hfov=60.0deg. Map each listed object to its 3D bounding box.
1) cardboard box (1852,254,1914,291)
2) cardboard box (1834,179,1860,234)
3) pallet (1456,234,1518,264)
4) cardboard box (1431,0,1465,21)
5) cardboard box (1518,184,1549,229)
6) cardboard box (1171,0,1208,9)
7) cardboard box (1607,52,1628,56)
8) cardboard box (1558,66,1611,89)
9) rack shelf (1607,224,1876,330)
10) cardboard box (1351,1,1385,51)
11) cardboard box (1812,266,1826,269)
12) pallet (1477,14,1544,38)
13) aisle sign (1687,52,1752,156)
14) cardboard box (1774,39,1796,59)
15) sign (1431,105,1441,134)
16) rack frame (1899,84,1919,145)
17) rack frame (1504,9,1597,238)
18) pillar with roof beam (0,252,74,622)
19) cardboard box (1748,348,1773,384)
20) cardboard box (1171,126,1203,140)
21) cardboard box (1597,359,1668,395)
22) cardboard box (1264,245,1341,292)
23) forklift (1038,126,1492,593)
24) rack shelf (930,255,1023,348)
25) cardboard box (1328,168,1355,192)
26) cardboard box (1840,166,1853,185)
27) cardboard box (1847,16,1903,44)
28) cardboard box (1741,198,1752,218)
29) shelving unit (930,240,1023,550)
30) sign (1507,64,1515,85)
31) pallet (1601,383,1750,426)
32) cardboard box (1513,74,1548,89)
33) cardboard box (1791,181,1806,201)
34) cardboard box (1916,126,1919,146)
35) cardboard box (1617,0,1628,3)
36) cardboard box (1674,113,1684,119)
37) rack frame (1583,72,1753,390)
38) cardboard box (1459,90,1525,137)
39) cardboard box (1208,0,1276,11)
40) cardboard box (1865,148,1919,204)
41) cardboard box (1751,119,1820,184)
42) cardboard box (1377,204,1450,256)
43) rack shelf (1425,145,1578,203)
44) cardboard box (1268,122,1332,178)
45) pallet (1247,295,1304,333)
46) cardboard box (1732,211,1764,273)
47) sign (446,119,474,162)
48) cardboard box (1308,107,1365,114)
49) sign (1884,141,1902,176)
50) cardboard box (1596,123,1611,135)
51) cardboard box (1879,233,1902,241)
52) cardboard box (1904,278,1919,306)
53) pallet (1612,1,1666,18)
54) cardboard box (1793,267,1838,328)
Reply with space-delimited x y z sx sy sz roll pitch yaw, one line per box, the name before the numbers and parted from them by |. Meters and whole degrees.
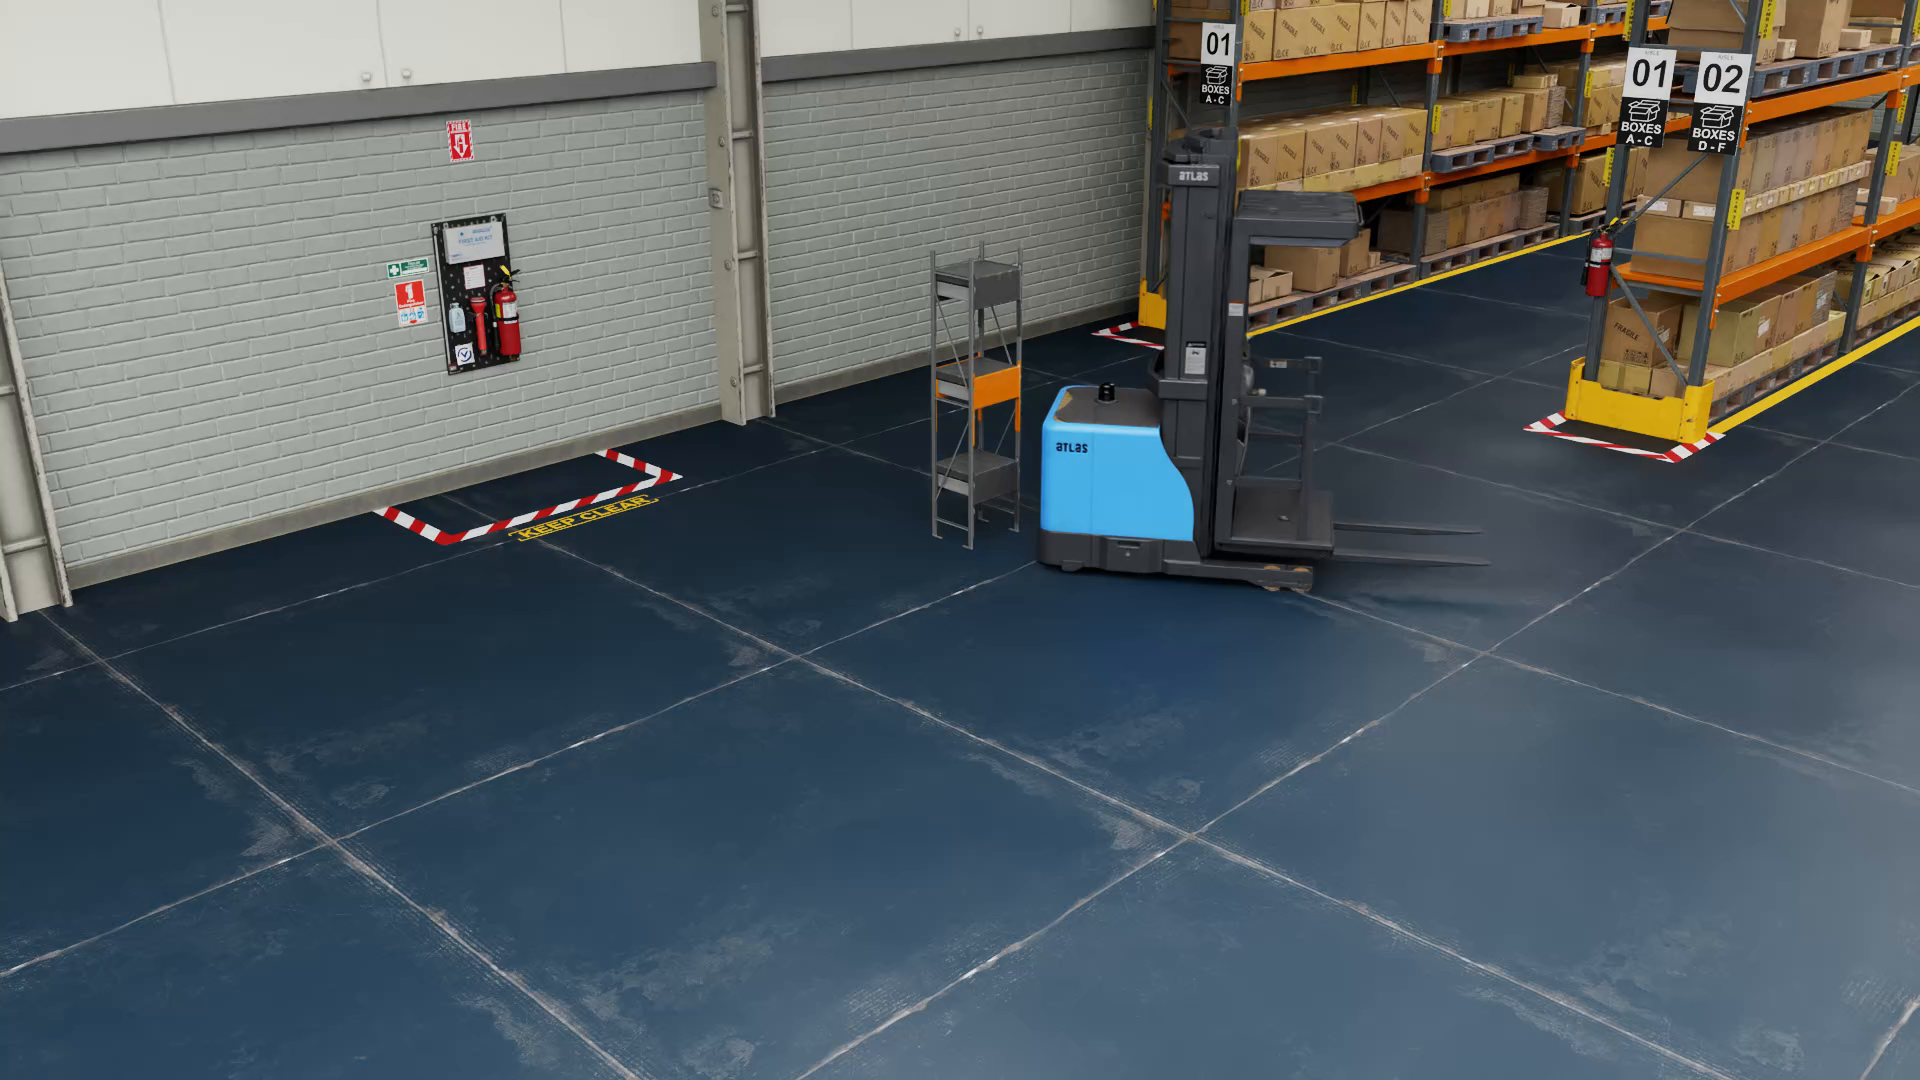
cardboard box | 9.935 -2.917 17.948 0.500 0.311 0.500 18 27 39
cardboard box | 8.450 -3.369 16.519 0.700 0.500 0.500 18 28 39
pallet | 6.596 -3.891 21.903 1.003 0.211 1.213 19 28 41
cardboard box | 5.642 -6.440 19.743 0.500 0.500 0.500 -15 26 -35
cardboard box | 7.528 -4.545 22.590 0.500 0.500 0.700 -20 29 -41
cardboard box | 2.526 -5.748 17.106 0.500 0.500 0.500 -19 28 -40
cardboard box | 9.916 -7.089 24.710 0.500 0.250 0.500 20 28 41
cardboard box | 8.515 -6.309 22.682 0.500 0.250 0.500 -19 28 -41
rack shelf | 7.359 -2.588 15.629 1.077 0.370 4.000 19 28 41
cardboard box | 4.306 -5.662 18.278 0.500 0.500 0.500 18 27 39
cardboard box | 8.832 -2.788 17.613 0.500 0.311 0.500 19 28 41
pallet | 6.431 -6.389 20.596 1.213 0.211 1.003 19 28 41
aisle sign | 6.138 -3.530 13.453 0.394 0.787 0.004 19 28 41
cardboard box | 6.911 -4.212 14.241 0.380 0.149 0.250 19 28 41
sign | 5.597 -4.947 19.558 0.100 0.325 0.005 19 28 41
rack frame | 11.545 -4.466 19.513 1.000 3.000 0.127 19 28 41
rack frame | 7.993 -5.705 22.736 1.000 3.000 0.127 19 28 41
pillar with roof beam | -3.006 -2.683 6.512 9.100 9.000 0.400 19 28 41
cardboard box | 7.193 -1.662 15.465 0.500 0.250 0.500 19 28 41
cardboard box | 2.589 -4.112 17.728 0.500 0.500 0.500 19 28 40
cardboard box | 6.127 -1.534 15.132 0.500 0.250 0.500 19 28 41
cardboard box | 3.905 -3.165 18.999 0.700 0.500 0.500 17 27 37
forklift | 2.107 -1.221 11.165 3.031 2.935 1.130 4 21 10
rack shelf | 0.115 -1.663 11.562 0.431 0.518 0.480 19 28 41
cardboard box | 4.046 -4.030 18.559 0.500 0.250 0.500 20 28 41
cardboard box | 8.364 -3.533 16.041 0.380 0.149 0.250 18 28 39
cardboard box | 9.191 -5.120 16.657 0.500 0.250 0.500 -17 27 -37
cardboard box | 6.574 -2.875 14.329 0.380 0.149 0.250 18 28 39
shelving unit | 0.115 -1.023 11.809 0.431 2.100 0.503 19 28 41
sign | 7.593 -6.383 22.888 0.100 0.325 0.005 19 28 41
pallet | 6.468 -1.315 15.202 1.003 0.211 1.213 19 28 41
cardboard box | 7.560 -6.077 22.048 0.380 0.149 0.250 14 25 32
cardboard box | 7.465 -3.201 15.178 0.380 0.149 0.250 20 28 41
cardboard box | 11.904 -4.899 19.914 0.700 0.500 0.500 9 23 23
cardboard box | 9.018 -7.784 23.213 0.500 0.500 0.700 -18 28 -39
cardboard box | 10.592 -6.397 24.858 0.250 0.149 0.380 -20 28 -41
rack frame | 5.964 -2.410 14.163 1.000 3.000 0.127 19 28 41
cardboard box | 6.819 -5.508 21.471 0.700 0.500 0.500 19 28 41
cardboard box | 2.855 -5.610 16.746 0.500 0.500 0.500 17 27 37
cardboard box | 10.019 -3.942 18.010 0.500 0.500 0.500 19 28 41
cardboard box | 7.399 -3.587 15.279 0.700 0.500 0.500 19 28 41
cardboard box | 5.704 -3.909 20.934 0.500 0.500 0.700 -19 28 -40
rack shelf | 6.598 -4.855 21.528 1.077 0.370 4.000 19 28 41
cardboard box | 3.678 -4.241 18.064 0.500 0.500 0.500 18 27 39
pallet | 3.057 -2.566 18.457 1.003 0.211 1.213 19 28 41
cardboard box | 6.662 -2.709 14.803 0.500 0.500 0.700 -19 28 -41
sign | -3.733 -2.982 12.420 0.001 0.298 0.199 19 28 41
cardboard box | 4.362 -4.765 19.428 0.500 0.500 0.500 19 28 40
sign | 9.153 -3.740 16.308 0.100 0.325 0.005 19 28 41
cardboard box | 8.817 -5.733 23.133 0.250 0.149 0.380 -19 28 -40
cardboard box | 10.609 -3.442 19.315 0.500 0.311 0.500 18 28 39
cardboard box | 10.286 -2.787 18.393 0.500 0.250 0.500 -20 28 -41
pallet | 9.182 -7.484 23.447 1.213 0.211 1.003 -19 28 -40
cardboard box | 8.231 -2.401 16.342 0.500 0.500 0.500 19 28 41
